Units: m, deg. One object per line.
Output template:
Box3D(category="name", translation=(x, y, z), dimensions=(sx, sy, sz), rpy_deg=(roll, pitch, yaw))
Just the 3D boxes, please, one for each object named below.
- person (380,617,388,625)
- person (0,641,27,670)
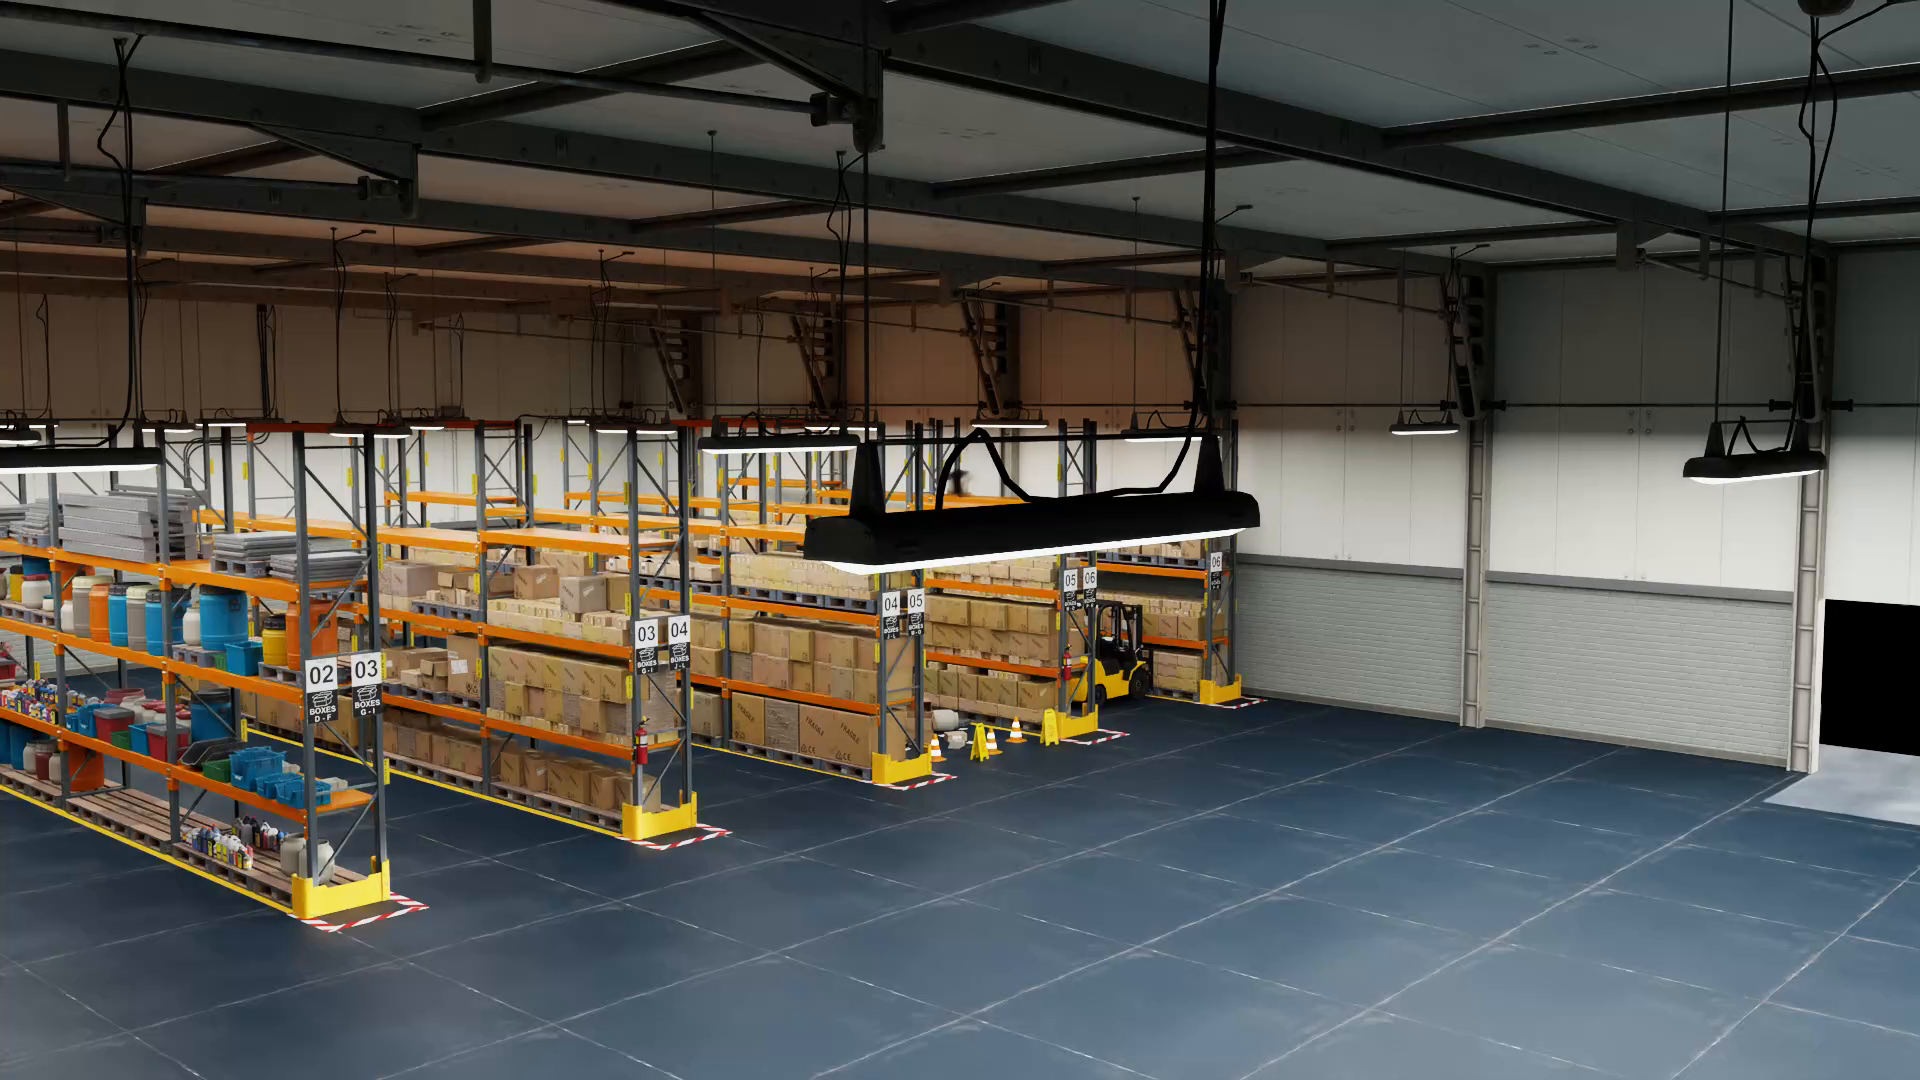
Box3D(category="person", translation=(-14.483, 2.066, 41.888), dimensions=(0.659, 1.709, 0.628), rpy_deg=(-1, 5, -8))
Box3D(category="person", translation=(-18.859, 2.825, 32.886), dimensions=(0.841, 1.667, 0.674), rpy_deg=(-1, 5, -6))
